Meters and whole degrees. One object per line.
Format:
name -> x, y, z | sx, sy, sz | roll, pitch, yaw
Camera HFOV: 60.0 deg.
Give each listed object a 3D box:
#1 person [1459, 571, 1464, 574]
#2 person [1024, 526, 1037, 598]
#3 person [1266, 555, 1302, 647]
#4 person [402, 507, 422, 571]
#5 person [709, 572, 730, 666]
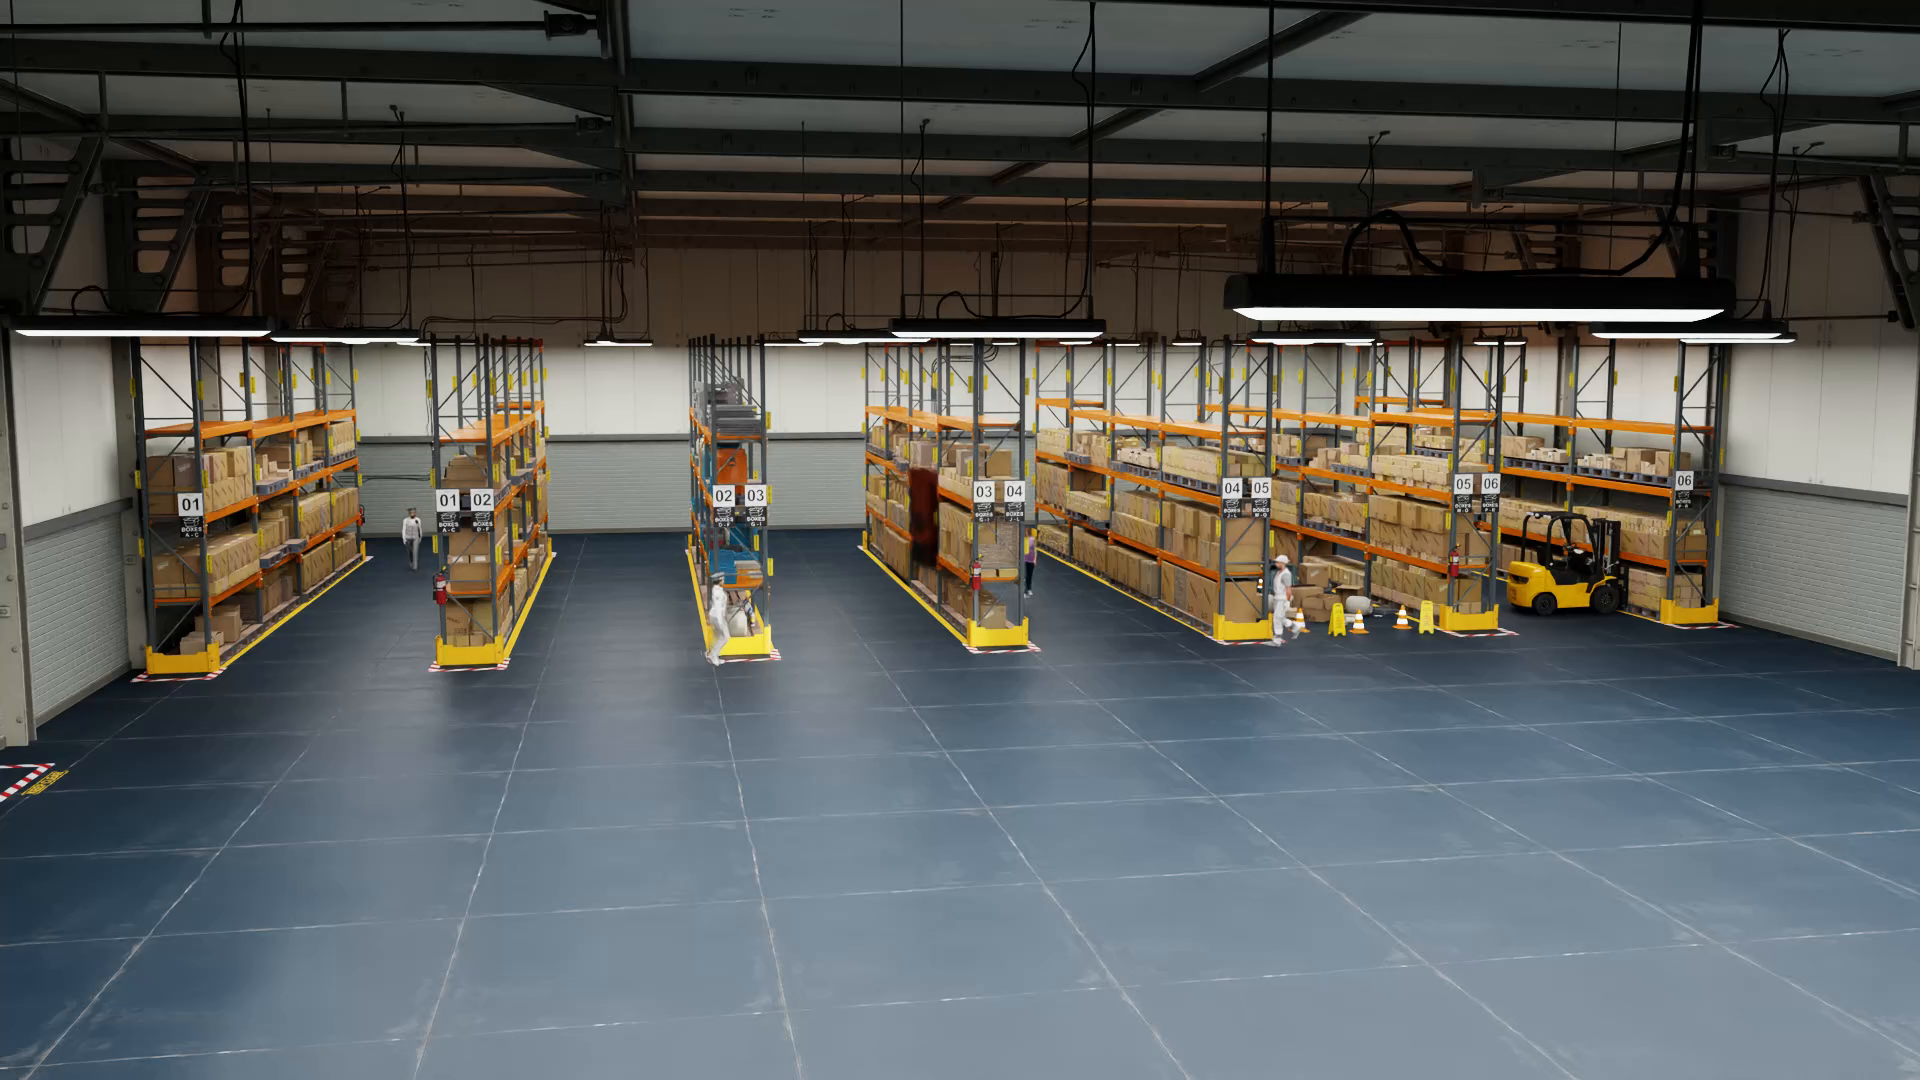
person -> 12.303, 0.179, 41.185 | 0.435, 1.670, 0.547 | -4, 8, -30
person -> 1.474, 0.473, 36.342 | 0.432, 1.559, 0.888 | 0, 7, 0
person -> 6.276, 1.166, 32.060 | 0.824, 1.771, 0.548 | -2, 7, -15
person -> -14.243, -0.053, 43.232 | 0.465, 1.615, 1.049 | -1, 7, -11
person -> -4.380, 1.427, 30.200 | 0.391, 1.683, 0.509 | -1, 7, -8
